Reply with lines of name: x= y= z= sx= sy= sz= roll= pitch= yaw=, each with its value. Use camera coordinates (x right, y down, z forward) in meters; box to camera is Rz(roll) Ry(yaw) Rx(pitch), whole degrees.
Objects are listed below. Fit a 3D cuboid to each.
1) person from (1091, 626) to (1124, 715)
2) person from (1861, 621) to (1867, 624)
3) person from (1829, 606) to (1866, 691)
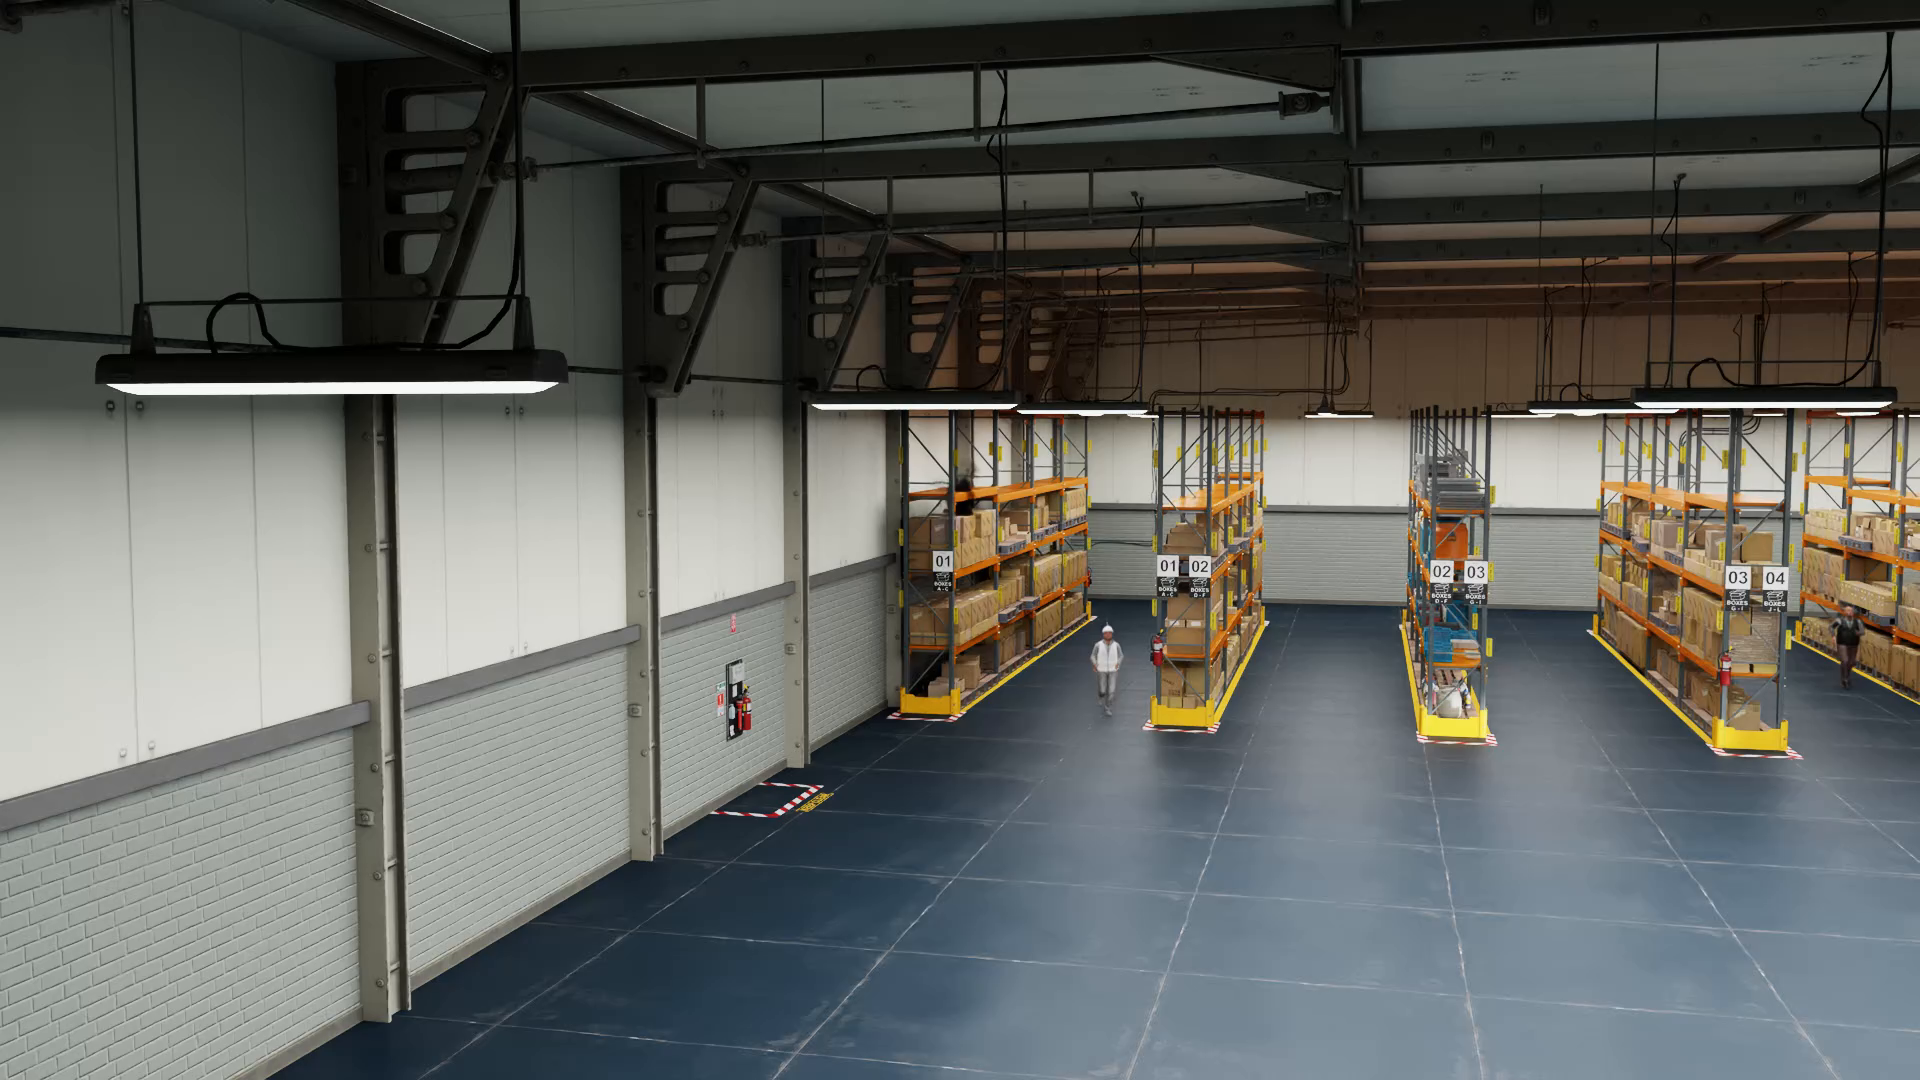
person: x=2.876 y=2.536 z=32.423 sx=0.650 sy=1.711 sz=0.602 roll=0 pitch=4 yaw=1
person: x=23.997 y=1.768 z=44.252 sx=0.732 sy=1.560 sz=0.548 roll=1 pitch=4 yaw=14
person: x=19.018 y=2.290 z=35.633 sx=0.643 sy=1.752 sz=0.892 roll=1 pitch=4 yaw=10
